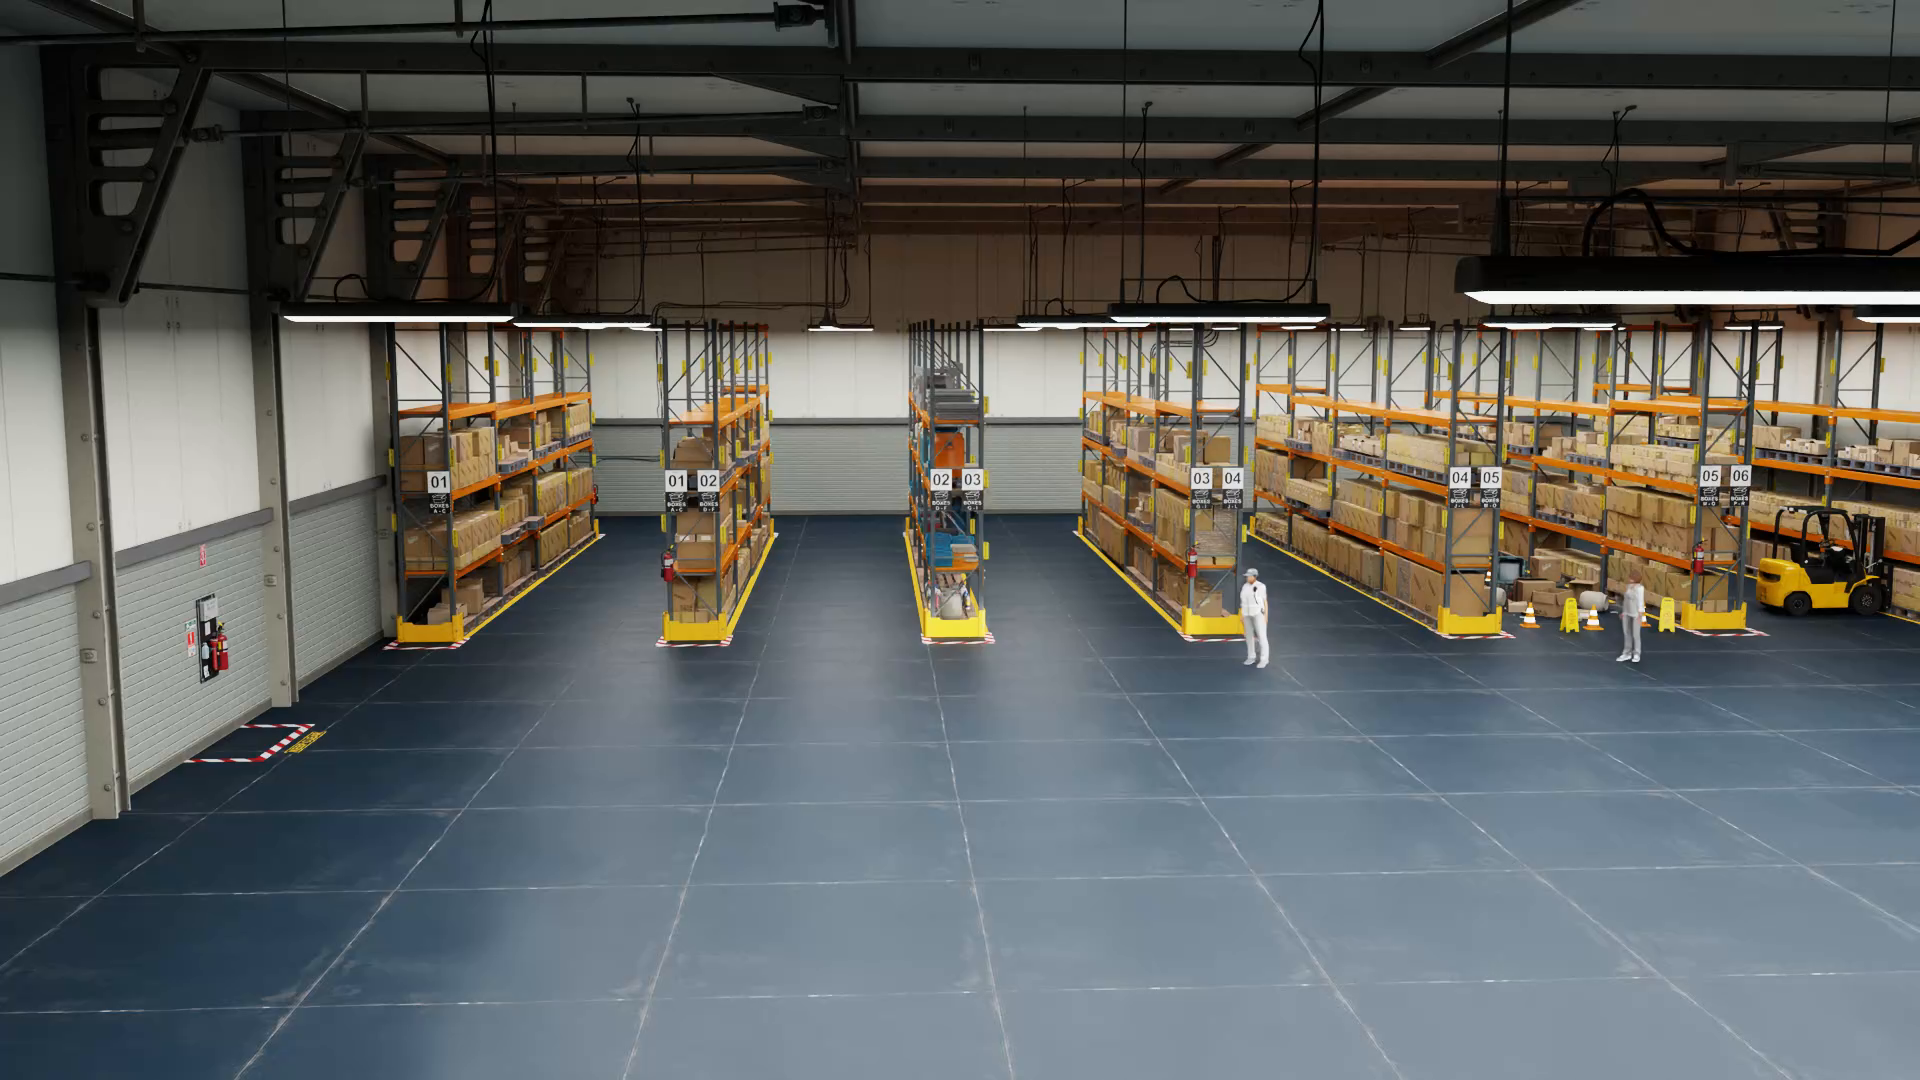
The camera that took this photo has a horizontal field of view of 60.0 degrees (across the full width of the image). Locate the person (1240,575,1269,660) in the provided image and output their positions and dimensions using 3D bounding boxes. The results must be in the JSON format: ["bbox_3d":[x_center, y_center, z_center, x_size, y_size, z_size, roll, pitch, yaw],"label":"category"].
[{"bbox_3d":[5.128,1.303,28.938,0.582,1.591,0.380,6,9,40],"label":"person"}]

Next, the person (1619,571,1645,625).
[{"bbox_3d":[11.773,1.006,29.128,0.331,0.920,0.487,-4,8,-32],"label":"person"}]
